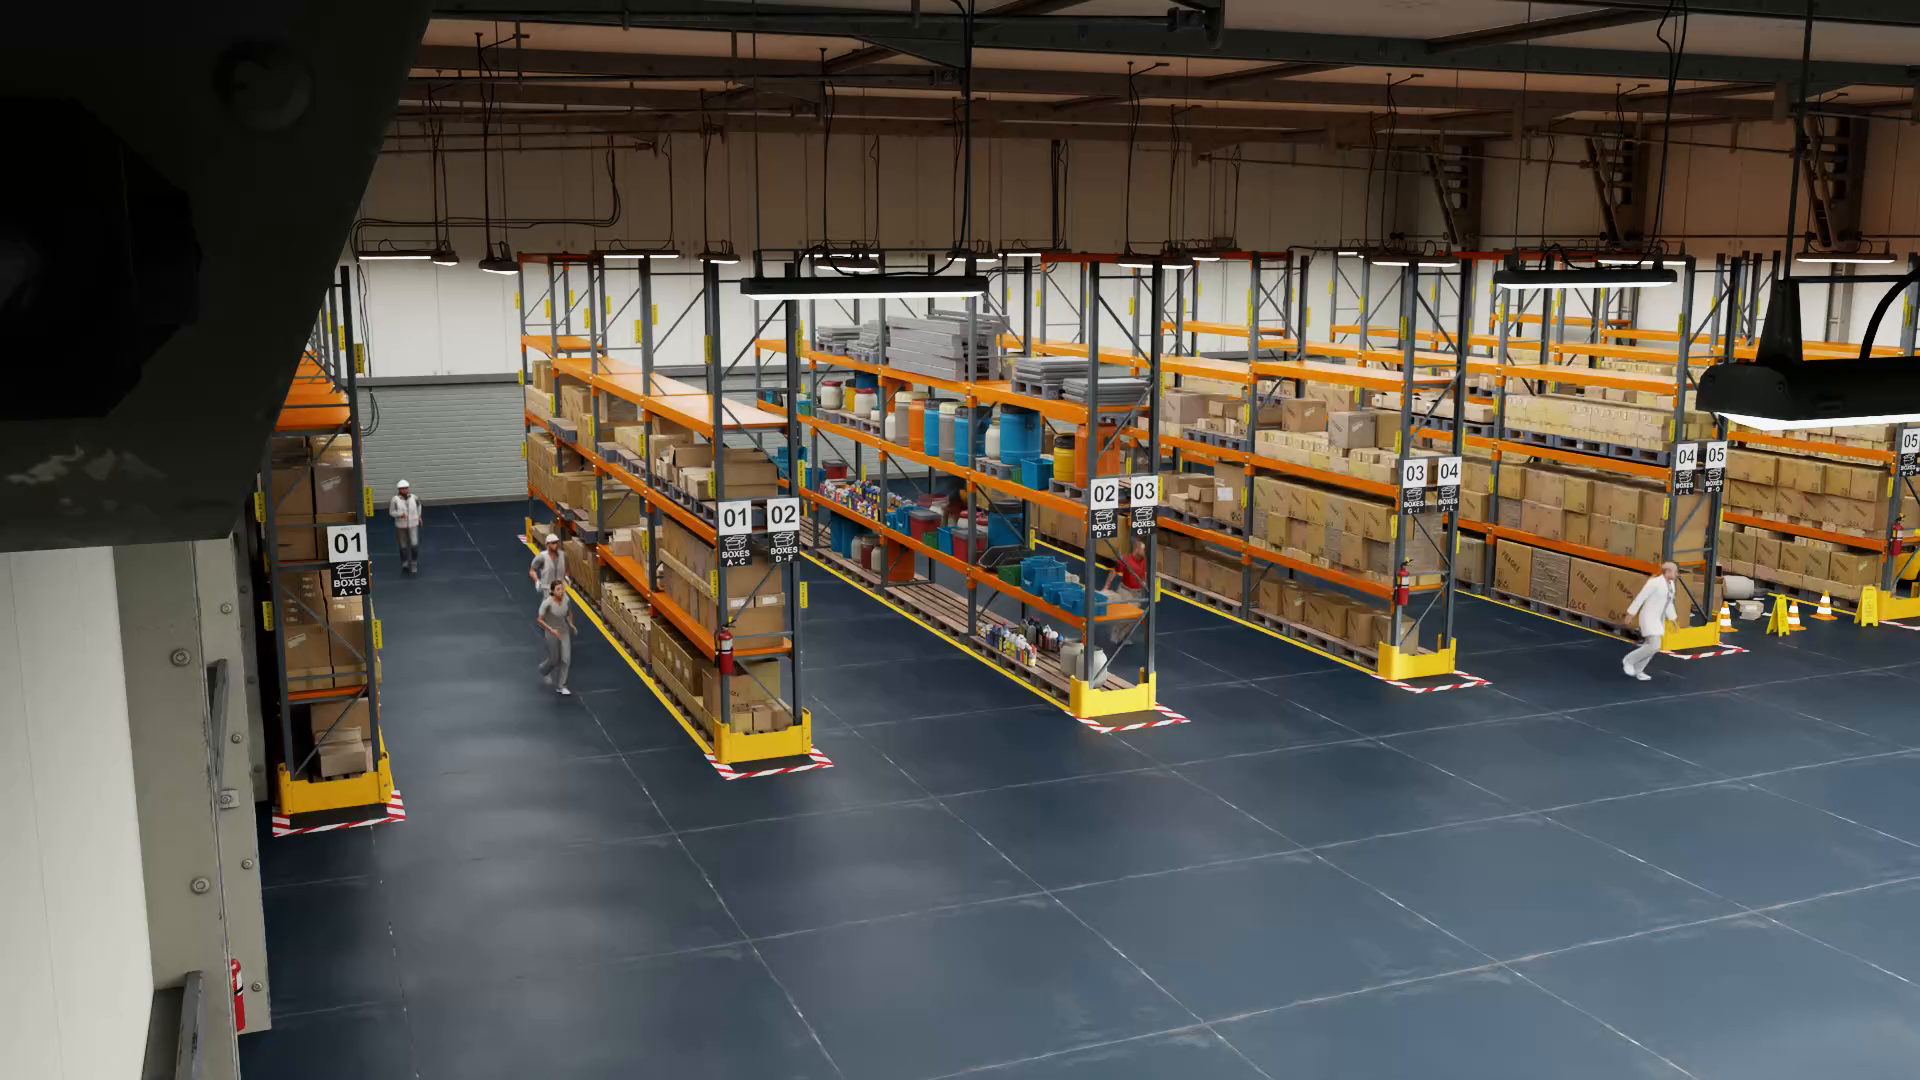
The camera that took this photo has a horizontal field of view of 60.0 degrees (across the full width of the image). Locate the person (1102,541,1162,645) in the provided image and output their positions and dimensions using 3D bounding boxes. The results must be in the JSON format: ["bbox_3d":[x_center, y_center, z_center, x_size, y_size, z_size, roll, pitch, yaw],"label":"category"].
[{"bbox_3d":[2.699,0.833,25.779,0.677,1.666,0.799,-7,13,-35],"label":"person"}]

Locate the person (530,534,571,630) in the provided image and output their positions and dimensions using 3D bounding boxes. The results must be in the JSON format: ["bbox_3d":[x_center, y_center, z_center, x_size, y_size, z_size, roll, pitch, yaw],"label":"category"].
[{"bbox_3d":[-6.442,0.744,26.231,0.673,1.735,0.676,-7,12,-32],"label":"person"}]

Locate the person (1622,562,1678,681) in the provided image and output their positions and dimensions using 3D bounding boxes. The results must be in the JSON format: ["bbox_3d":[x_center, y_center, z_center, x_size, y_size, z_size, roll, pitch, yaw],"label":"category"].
[{"bbox_3d":[9.932,1.165,23.925,0.720,1.748,0.611,-10,14,-44],"label":"person"}]

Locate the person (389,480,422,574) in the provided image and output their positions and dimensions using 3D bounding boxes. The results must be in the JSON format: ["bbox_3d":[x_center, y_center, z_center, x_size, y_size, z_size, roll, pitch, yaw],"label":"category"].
[{"bbox_3d":[-10.479,-0.247,31.501,0.609,1.805,0.815,-4,11,-23],"label":"person"}]

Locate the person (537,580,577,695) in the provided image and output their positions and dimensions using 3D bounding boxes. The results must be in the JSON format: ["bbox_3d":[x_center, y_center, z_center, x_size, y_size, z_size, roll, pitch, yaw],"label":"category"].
[{"bbox_3d":[-5.698,1.327,23.321,0.562,1.622,0.783,-8,13,-37],"label":"person"}]
